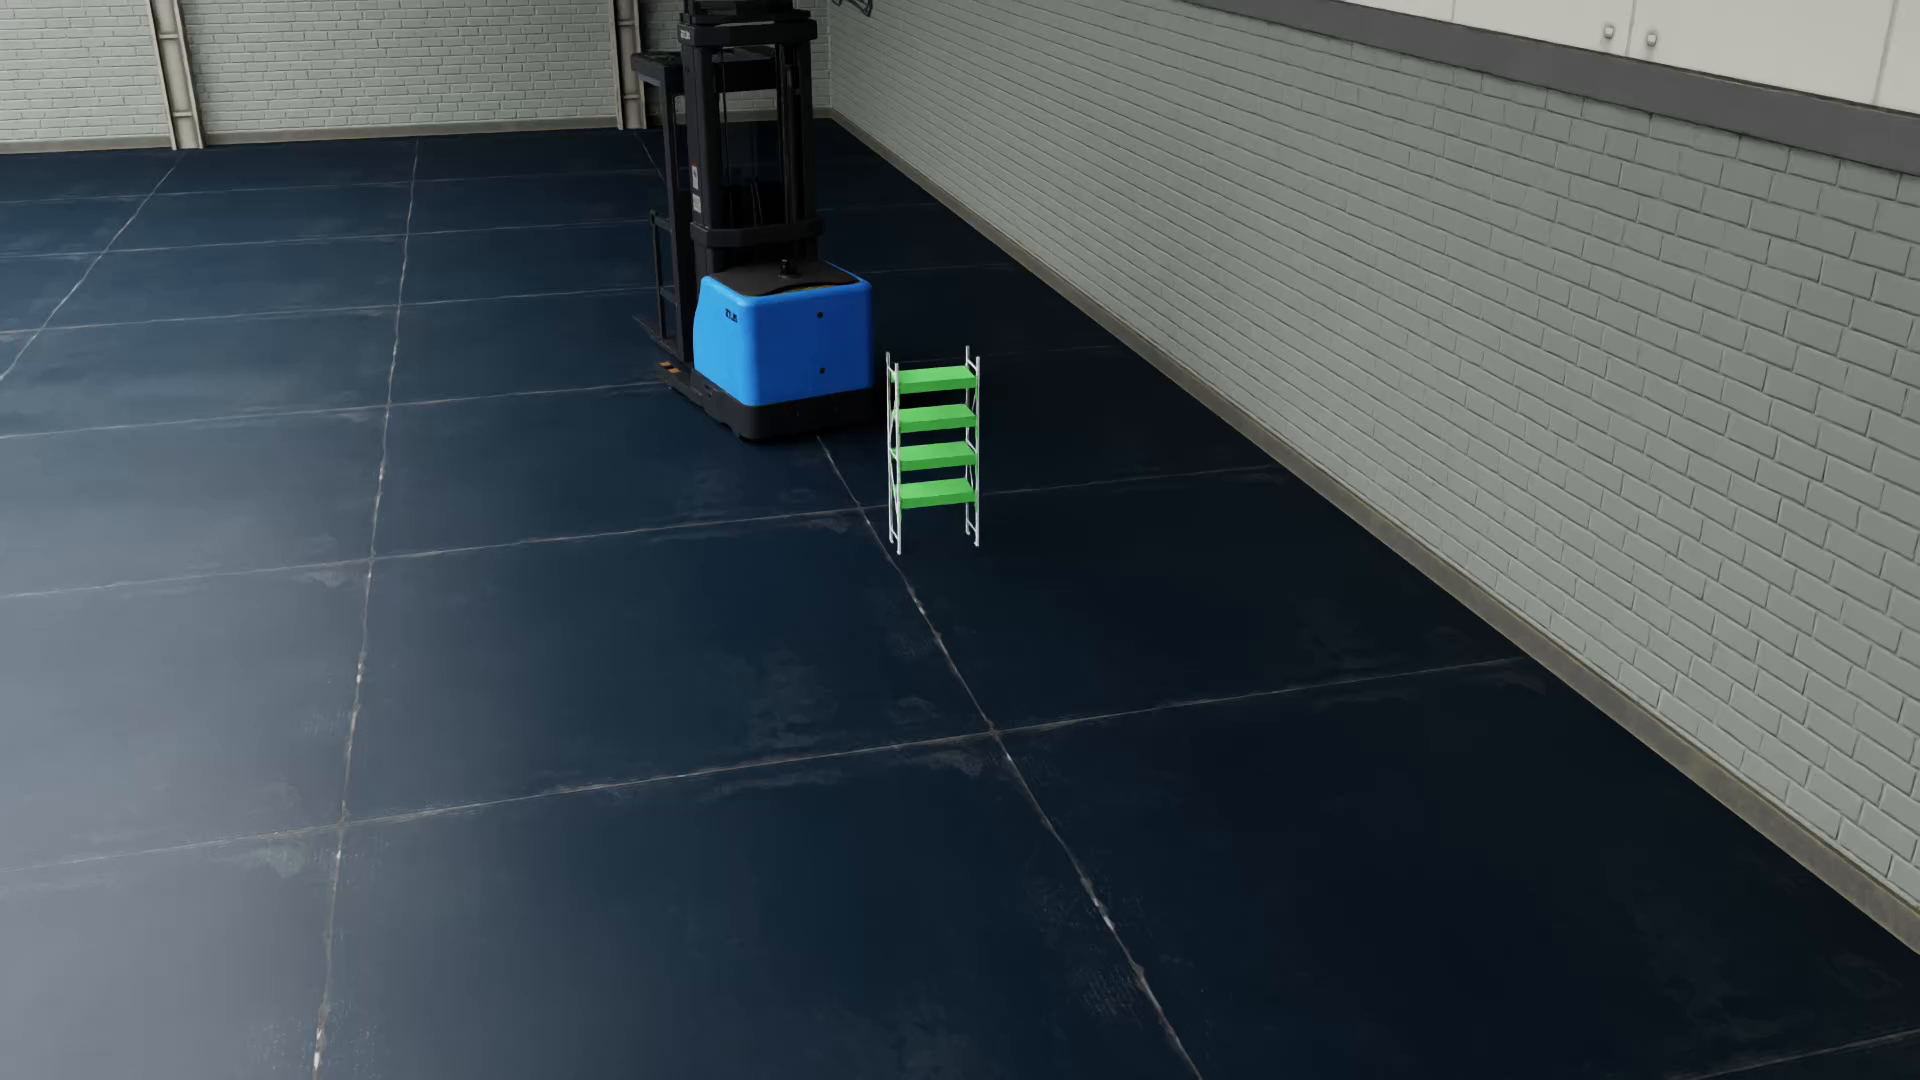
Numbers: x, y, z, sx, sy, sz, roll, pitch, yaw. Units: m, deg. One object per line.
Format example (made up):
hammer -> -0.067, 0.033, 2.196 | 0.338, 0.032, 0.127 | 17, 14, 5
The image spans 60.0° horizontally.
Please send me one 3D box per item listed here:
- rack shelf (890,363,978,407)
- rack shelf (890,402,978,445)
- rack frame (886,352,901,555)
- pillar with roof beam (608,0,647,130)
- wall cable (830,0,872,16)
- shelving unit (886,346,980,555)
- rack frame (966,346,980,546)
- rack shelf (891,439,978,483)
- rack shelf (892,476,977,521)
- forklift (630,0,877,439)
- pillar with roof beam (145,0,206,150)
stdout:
rack shelf -> -0.159, -0.916, 9.808 | 0.480, 0.148, 0.258 | -6, 24, -14
rack shelf -> -0.159, -0.696, 9.903 | 0.480, 0.148, 0.258 | -6, 24, -14
rack frame -> -0.394, -0.508, 9.912 | 0.015, 1.200, 0.240 | -6, 24, -14
pillar with roof beam -> -3.622, -8.523, 18.700 | 0.400, 9.000, 9.100 | -6, 24, -14
wall cable -> -1.591, -8.542, 22.683 | 0.112, 2.526, 3.097 | -6, 24, -14
shelving unit -> -0.159, -0.534, 9.972 | 0.503, 1.200, 0.258 | -6, 24, -14
rack frame -> 0.076, -0.560, 10.033 | 0.015, 1.200, 0.240 | -6, 24, -14
rack shelf -> -0.159, -0.475, 9.998 | 0.480, 0.148, 0.258 | -6, 24, -14
rack shelf -> -0.159, -0.254, 10.092 | 0.480, 0.148, 0.258 | -6, 24, -14
forklift -> -1.760, -2.599, 12.590 | 1.130, 2.935, 3.031 | -12, 26, -26
pillar with roof beam -> -9.399, -7.884, 17.211 | 0.400, 9.000, 9.100 | -6, 24, -14
